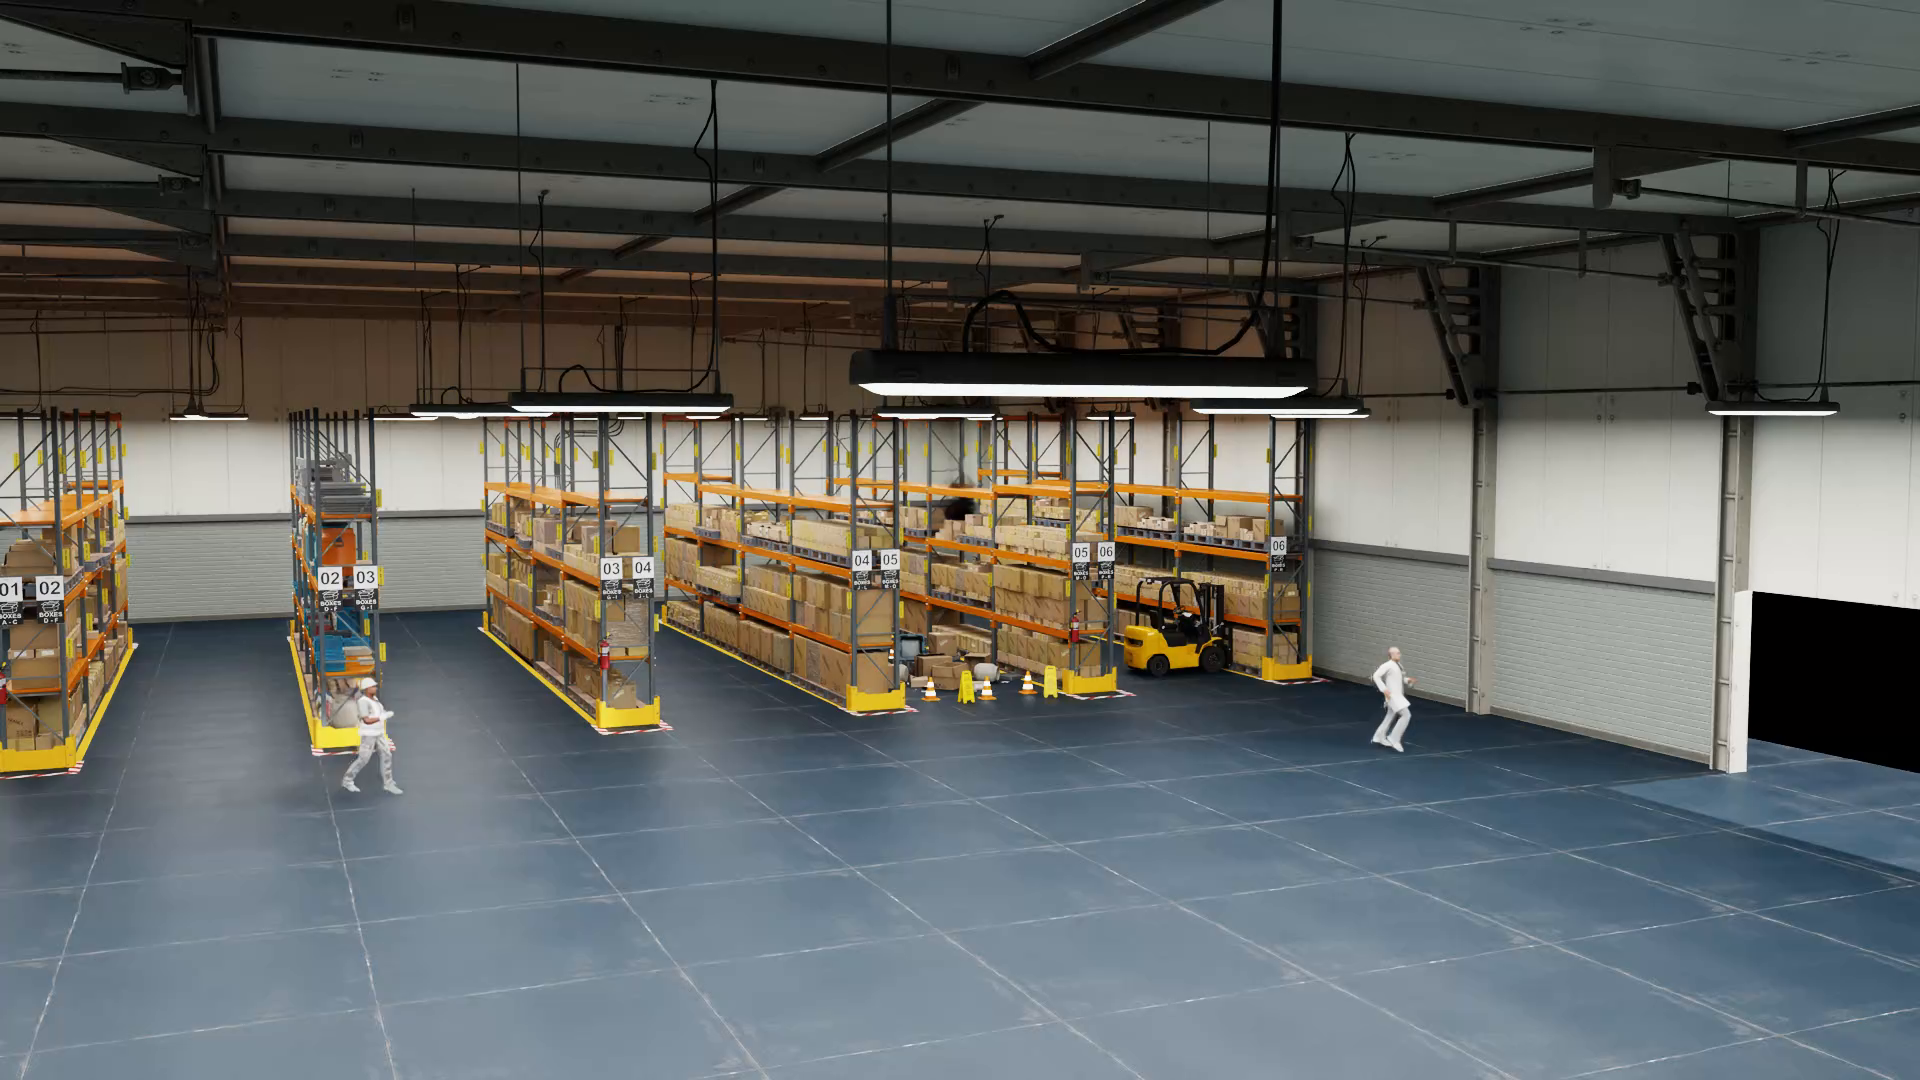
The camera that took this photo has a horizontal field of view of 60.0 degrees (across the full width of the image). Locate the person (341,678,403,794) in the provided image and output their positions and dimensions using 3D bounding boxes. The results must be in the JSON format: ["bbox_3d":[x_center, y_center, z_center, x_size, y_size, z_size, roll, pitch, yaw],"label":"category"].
[{"bbox_3d":[-9.042,3.020,25.558,0.872,1.814,0.672,0,4,3],"label":"person"}]

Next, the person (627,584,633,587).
[{"bbox_3d":[-8.627,1.794,43.686,0.641,1.826,0.696,-2,5,-31],"label":"person"}]

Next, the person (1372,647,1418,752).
[{"bbox_3d":[7.633,2.797,29.189,0.798,1.823,0.671,2,5,29],"label":"person"}]
